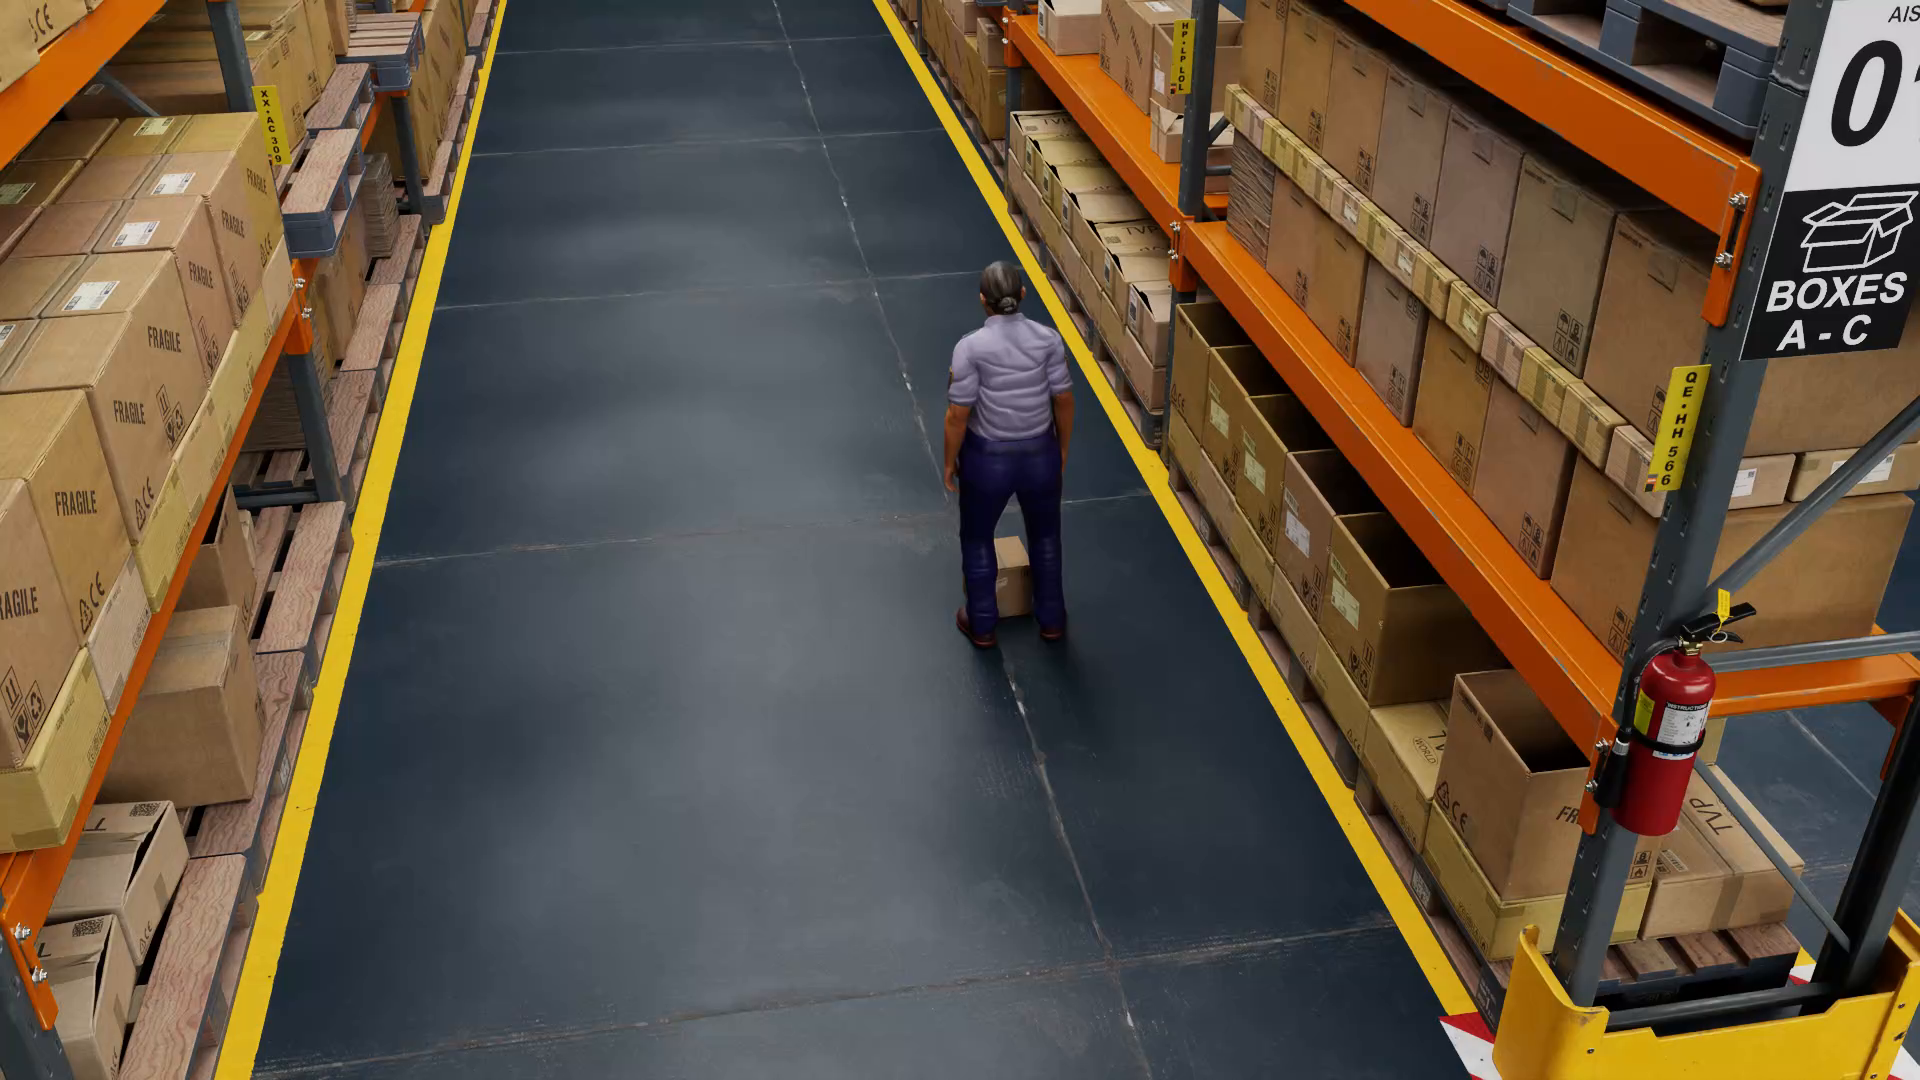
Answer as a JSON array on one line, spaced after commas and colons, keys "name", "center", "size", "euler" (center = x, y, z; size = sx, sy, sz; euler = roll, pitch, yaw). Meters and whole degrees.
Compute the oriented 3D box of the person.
[{"name": "person", "center": [0.206, -0.317, 6.670], "size": [0.564, 1.652, 0.374], "euler": [-7, 32, -11]}]
